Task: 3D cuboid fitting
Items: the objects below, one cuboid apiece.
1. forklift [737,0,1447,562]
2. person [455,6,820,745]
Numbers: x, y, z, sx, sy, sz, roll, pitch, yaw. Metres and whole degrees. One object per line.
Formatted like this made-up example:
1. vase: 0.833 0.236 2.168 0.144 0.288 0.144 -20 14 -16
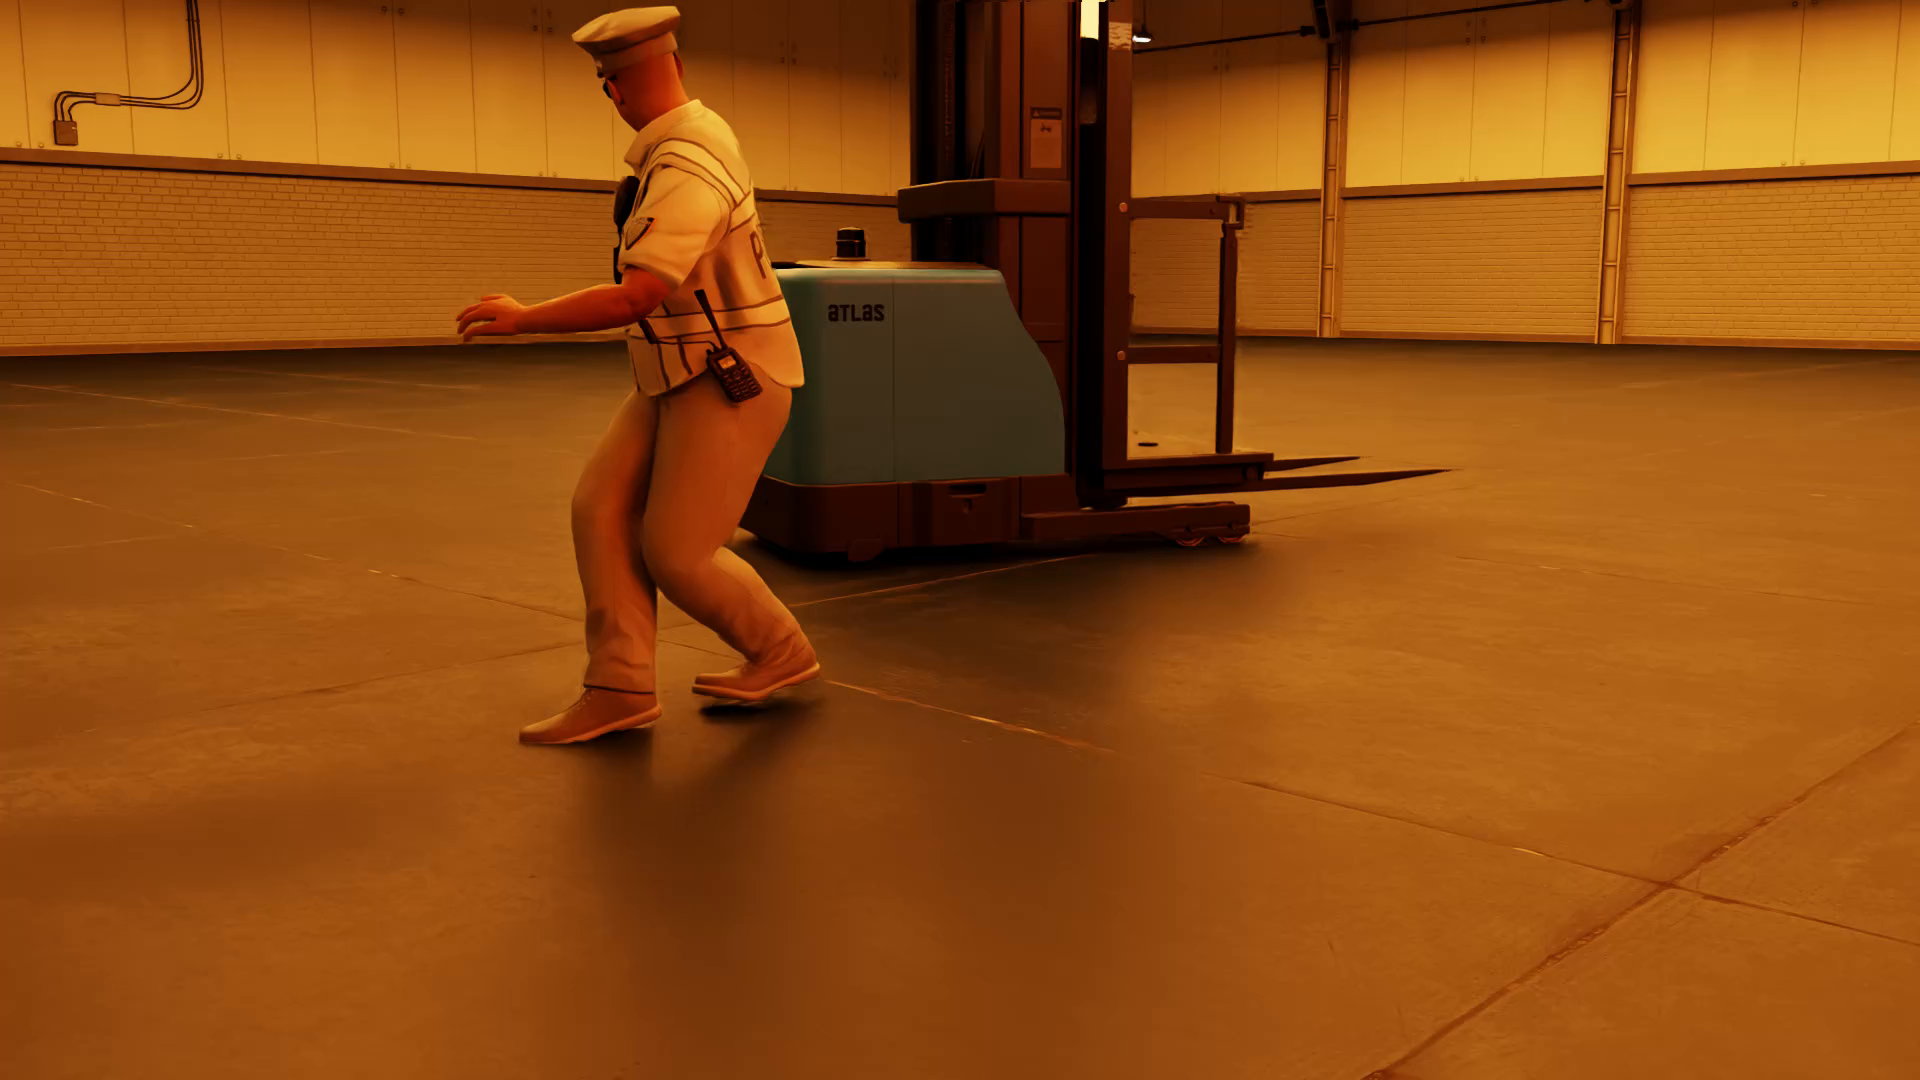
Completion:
1. forklift: 0.604 -1.489 6.762 3.031 2.935 1.130 -4 9 -23
2. person: -0.756 -0.380 3.885 0.828 1.650 0.814 -4 9 -25
